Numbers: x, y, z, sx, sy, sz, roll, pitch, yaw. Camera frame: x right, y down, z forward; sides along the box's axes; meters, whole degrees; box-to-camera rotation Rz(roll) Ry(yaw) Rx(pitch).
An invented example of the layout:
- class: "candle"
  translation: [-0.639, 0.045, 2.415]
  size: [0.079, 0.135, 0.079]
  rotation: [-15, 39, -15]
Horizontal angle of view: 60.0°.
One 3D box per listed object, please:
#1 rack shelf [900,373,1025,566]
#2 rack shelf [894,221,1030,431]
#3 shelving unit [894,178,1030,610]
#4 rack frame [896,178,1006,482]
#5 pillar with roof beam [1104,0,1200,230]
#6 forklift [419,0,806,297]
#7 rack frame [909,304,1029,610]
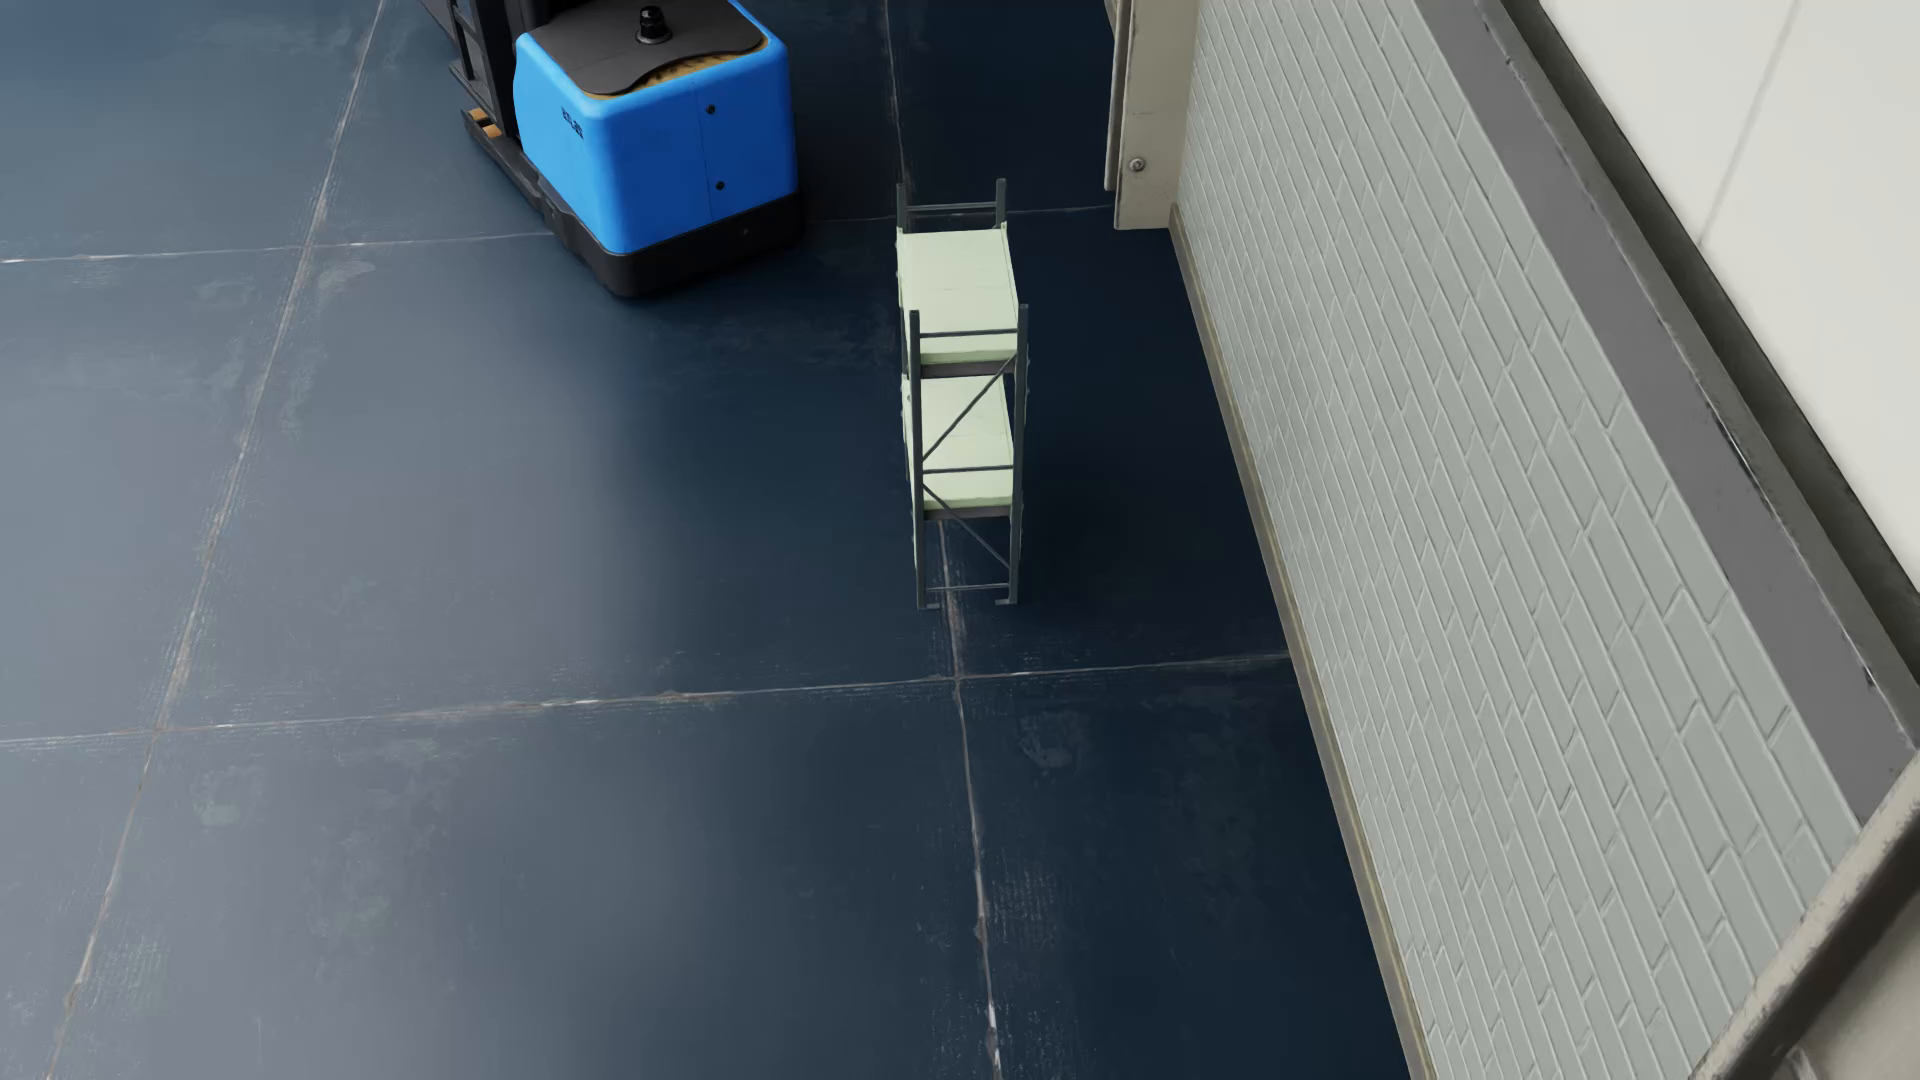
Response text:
- class: "rack shelf"
  translation: [-0.001, -0.296, 6.583]
  size: [0.431, 0.370, 0.720]
  rotation: [-3, 47, -3]
- class: "rack shelf"
  translation: [-0.001, -0.789, 6.063]
  size: [0.431, 0.370, 0.720]
  rotation: [-3, 47, -3]
- class: "shelving unit"
  translation: [-0.001, -0.521, 6.347]
  size: [0.431, 1.500, 0.755]
  rotation: [-3, 47, -3]
- class: "rack frame"
  translation: [-0.031, -0.785, 6.597]
  size: [0.400, 1.500, 0.023]
  rotation: [-3, 47, -3]
- class: "pillar with roof beam"
  translation: [-3.372, -4.545, 4.993]
  size: [9.100, 9.000, 0.400]
  rotation: [-3, 47, -3]
- class: "forklift"
  translation: [-1.998, -3.209, 7.907]
  size: [1.130, 2.935, 3.031]
  rotation: [-26, 52, -22]
- class: "rack frame"
  translation: [0.030, -0.256, 6.096]
  size: [0.400, 1.500, 0.023]
  rotation: [-3, 47, -3]
